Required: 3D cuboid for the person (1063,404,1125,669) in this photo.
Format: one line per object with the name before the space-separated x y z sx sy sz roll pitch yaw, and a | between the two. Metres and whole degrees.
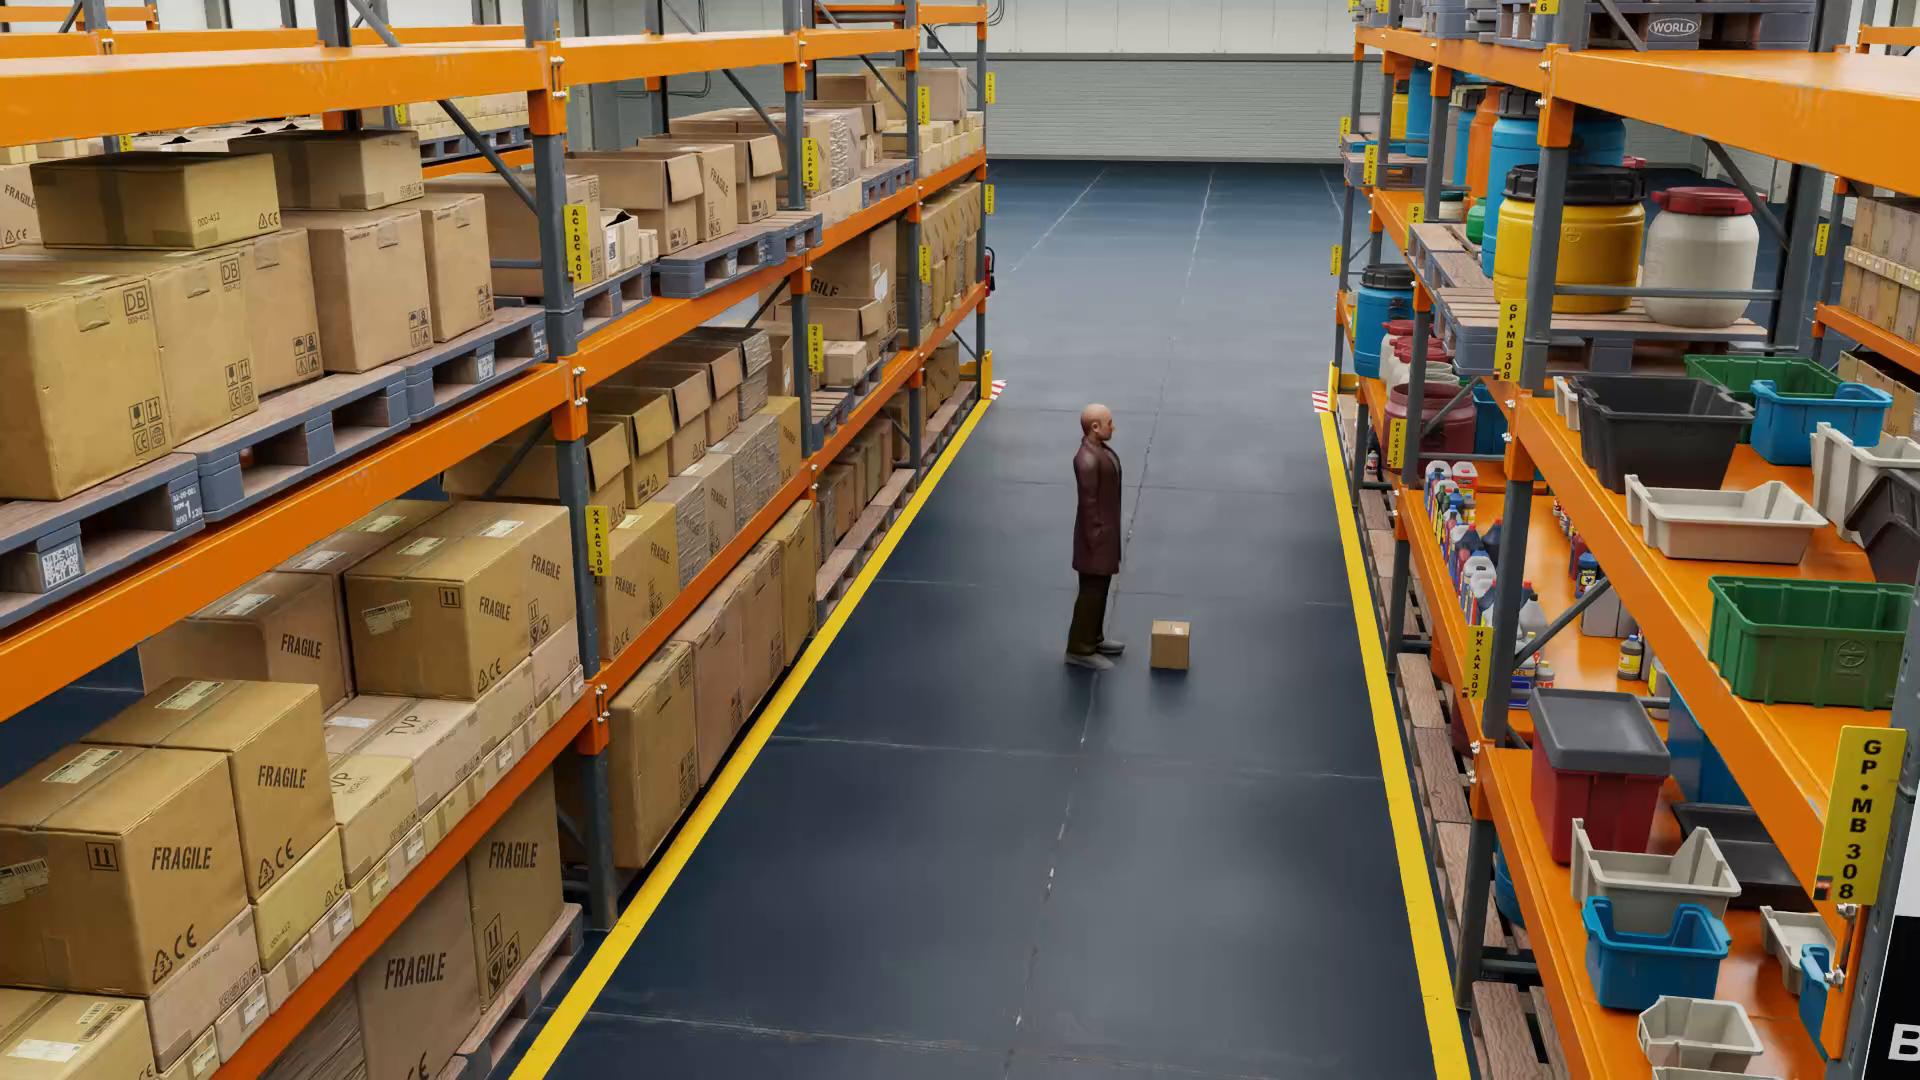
person | 0.927 -0.028 11.214 0.397 1.809 0.561 3 18 10
